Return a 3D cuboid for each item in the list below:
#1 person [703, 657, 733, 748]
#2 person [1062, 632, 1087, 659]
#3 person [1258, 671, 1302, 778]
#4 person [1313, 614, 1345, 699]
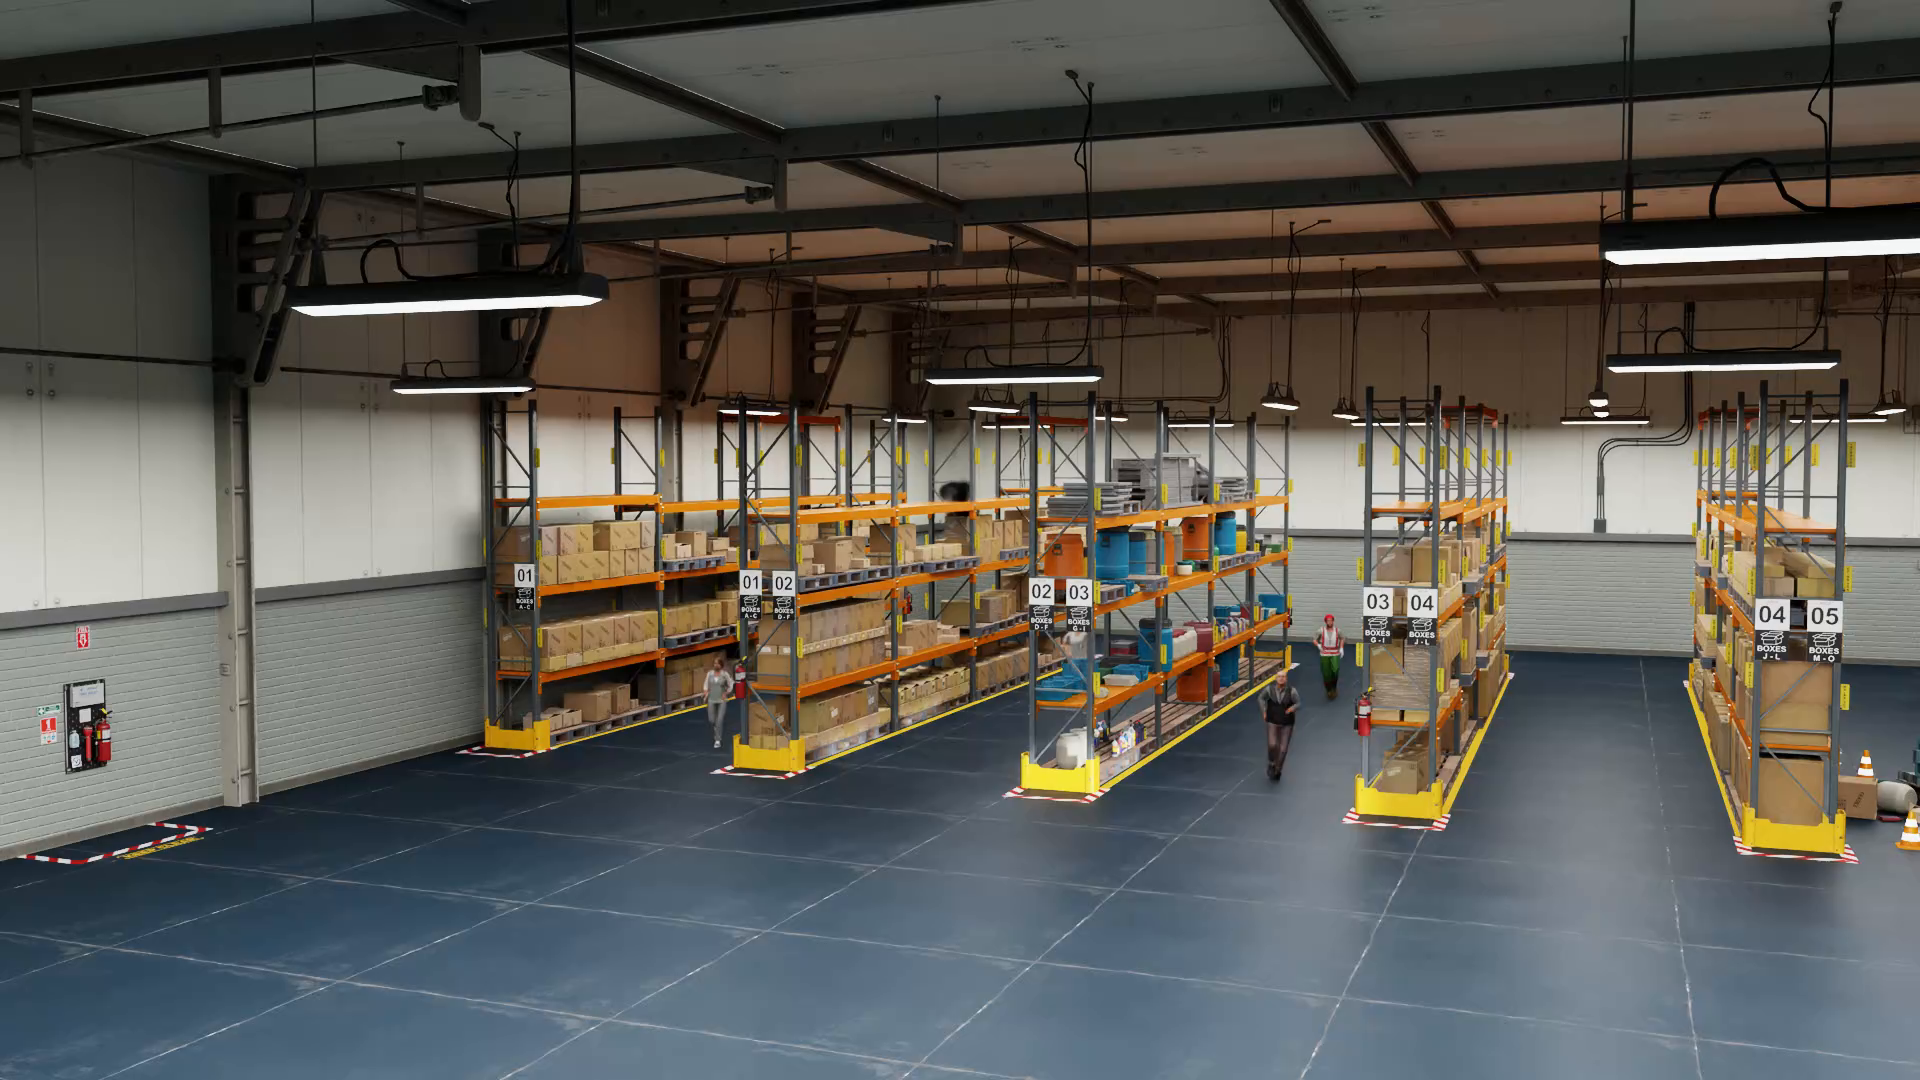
[{"bbox_3d":[-4.199,2.809,28.868,0.538,1.557,0.548,0,3,1],"label":"person"},{"bbox_3d":[2.261,2.325,32.079,0.588,1.665,0.885,1,3,15],"label":"person"},{"bbox_3d":[4.981,2.866,25.875,0.653,1.678,0.701,0,3,7],"label":"person"},{"bbox_3d":[7.652,2.418,34.496,0.655,1.763,0.634,1,3,12],"label":"person"}]
